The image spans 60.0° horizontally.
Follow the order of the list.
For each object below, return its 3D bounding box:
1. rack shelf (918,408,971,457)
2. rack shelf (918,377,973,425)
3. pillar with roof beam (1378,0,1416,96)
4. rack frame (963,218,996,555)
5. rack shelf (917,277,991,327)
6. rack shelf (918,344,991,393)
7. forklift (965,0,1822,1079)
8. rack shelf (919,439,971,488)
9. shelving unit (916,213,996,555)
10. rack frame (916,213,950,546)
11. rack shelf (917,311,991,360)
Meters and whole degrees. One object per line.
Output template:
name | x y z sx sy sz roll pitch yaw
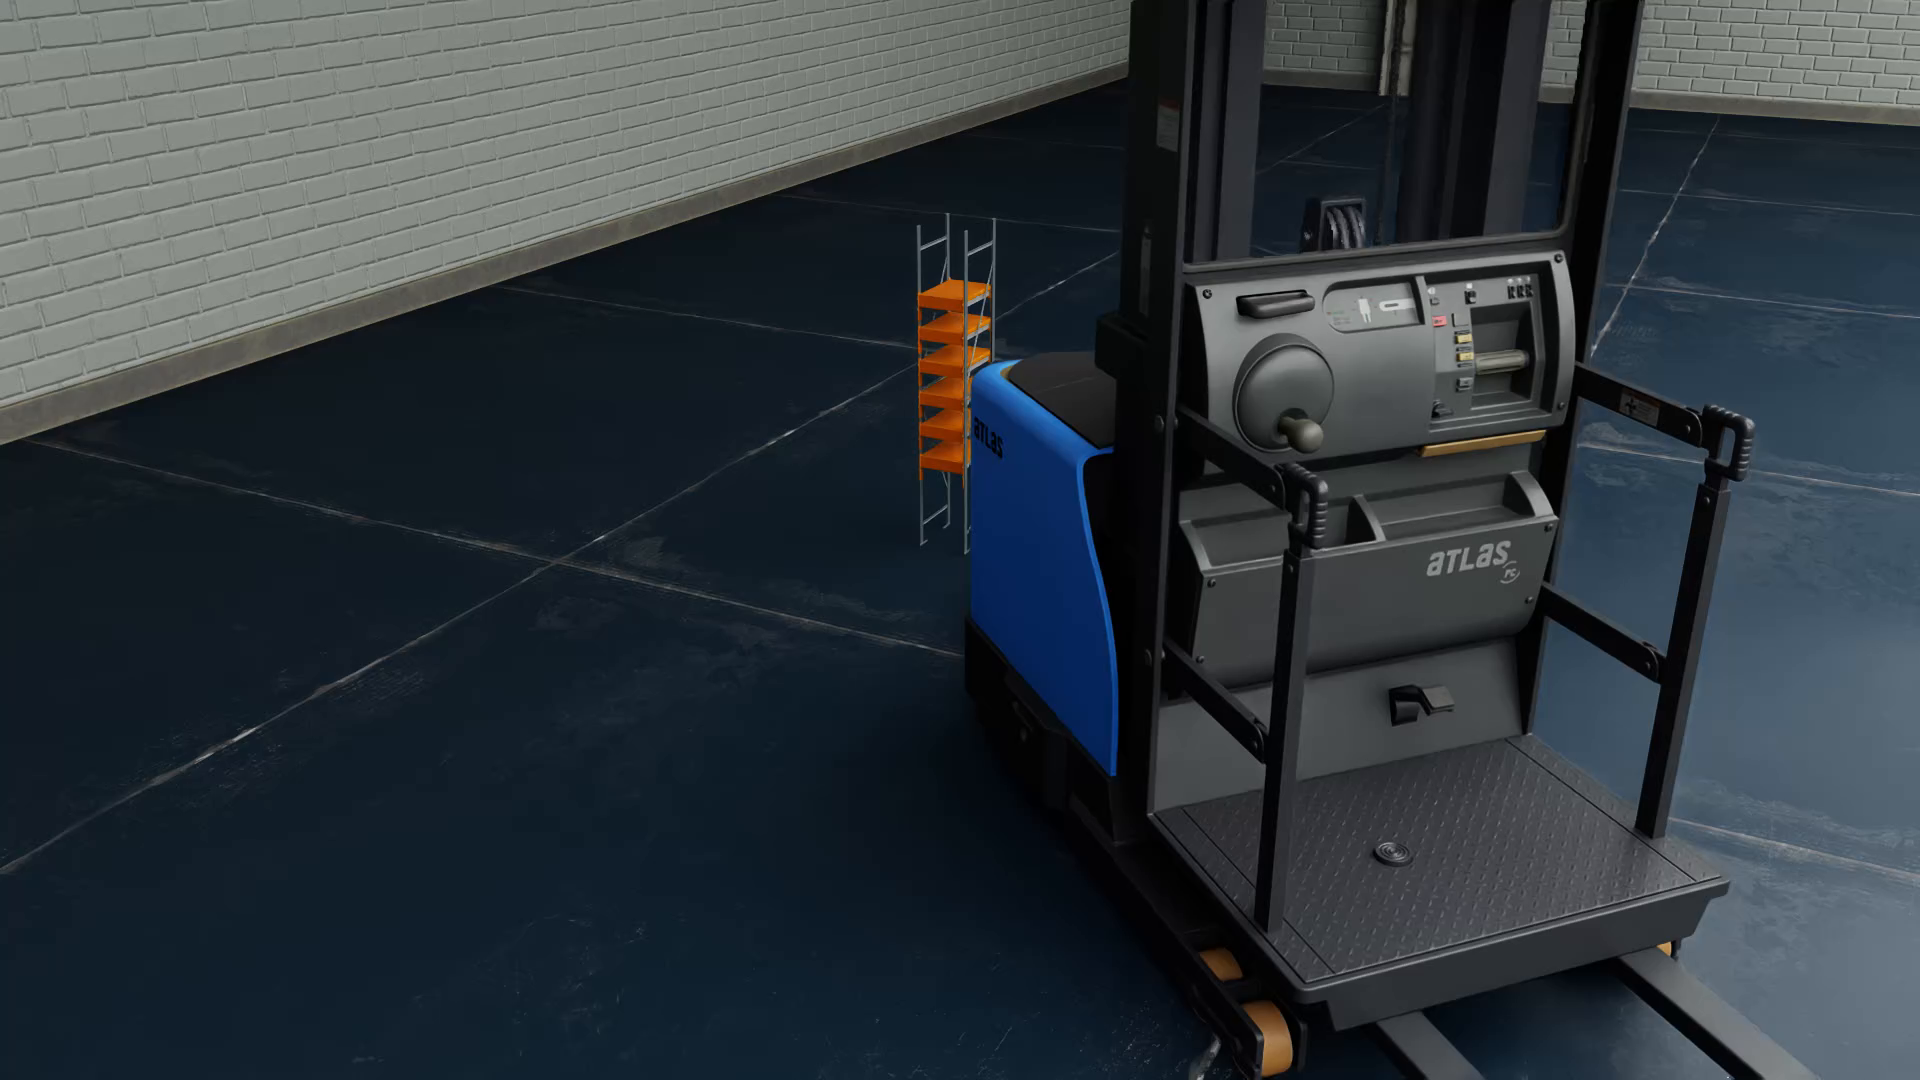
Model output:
rack shelf | -0.013 -0.403 6.086 0.180 0.103 0.258 11 25 25
rack shelf | -0.013 -0.514 6.039 0.180 0.103 0.258 11 25 25
pillar with roof beam | 2.536 -7.161 11.590 0.400 9.000 9.100 11 25 25
rack frame | 0.069 -0.539 5.983 0.006 1.200 0.240 11 25 25
rack shelf | -0.013 -0.845 5.898 0.180 0.103 0.258 11 25 25
rack shelf | -0.013 -0.624 5.992 0.180 0.103 0.258 11 25 25
forklift | 1.007 -0.384 3.407 1.130 2.935 3.031 -8 24 -19
rack shelf | -0.013 -0.293 6.133 0.180 0.103 0.258 11 25 25
shelving unit | -0.013 -0.555 6.021 0.189 1.200 0.258 11 25 25
rack frame | -0.095 -0.571 6.059 0.006 1.200 0.240 11 25 25
rack shelf | -0.013 -0.735 5.945 0.180 0.103 0.258 11 25 25
